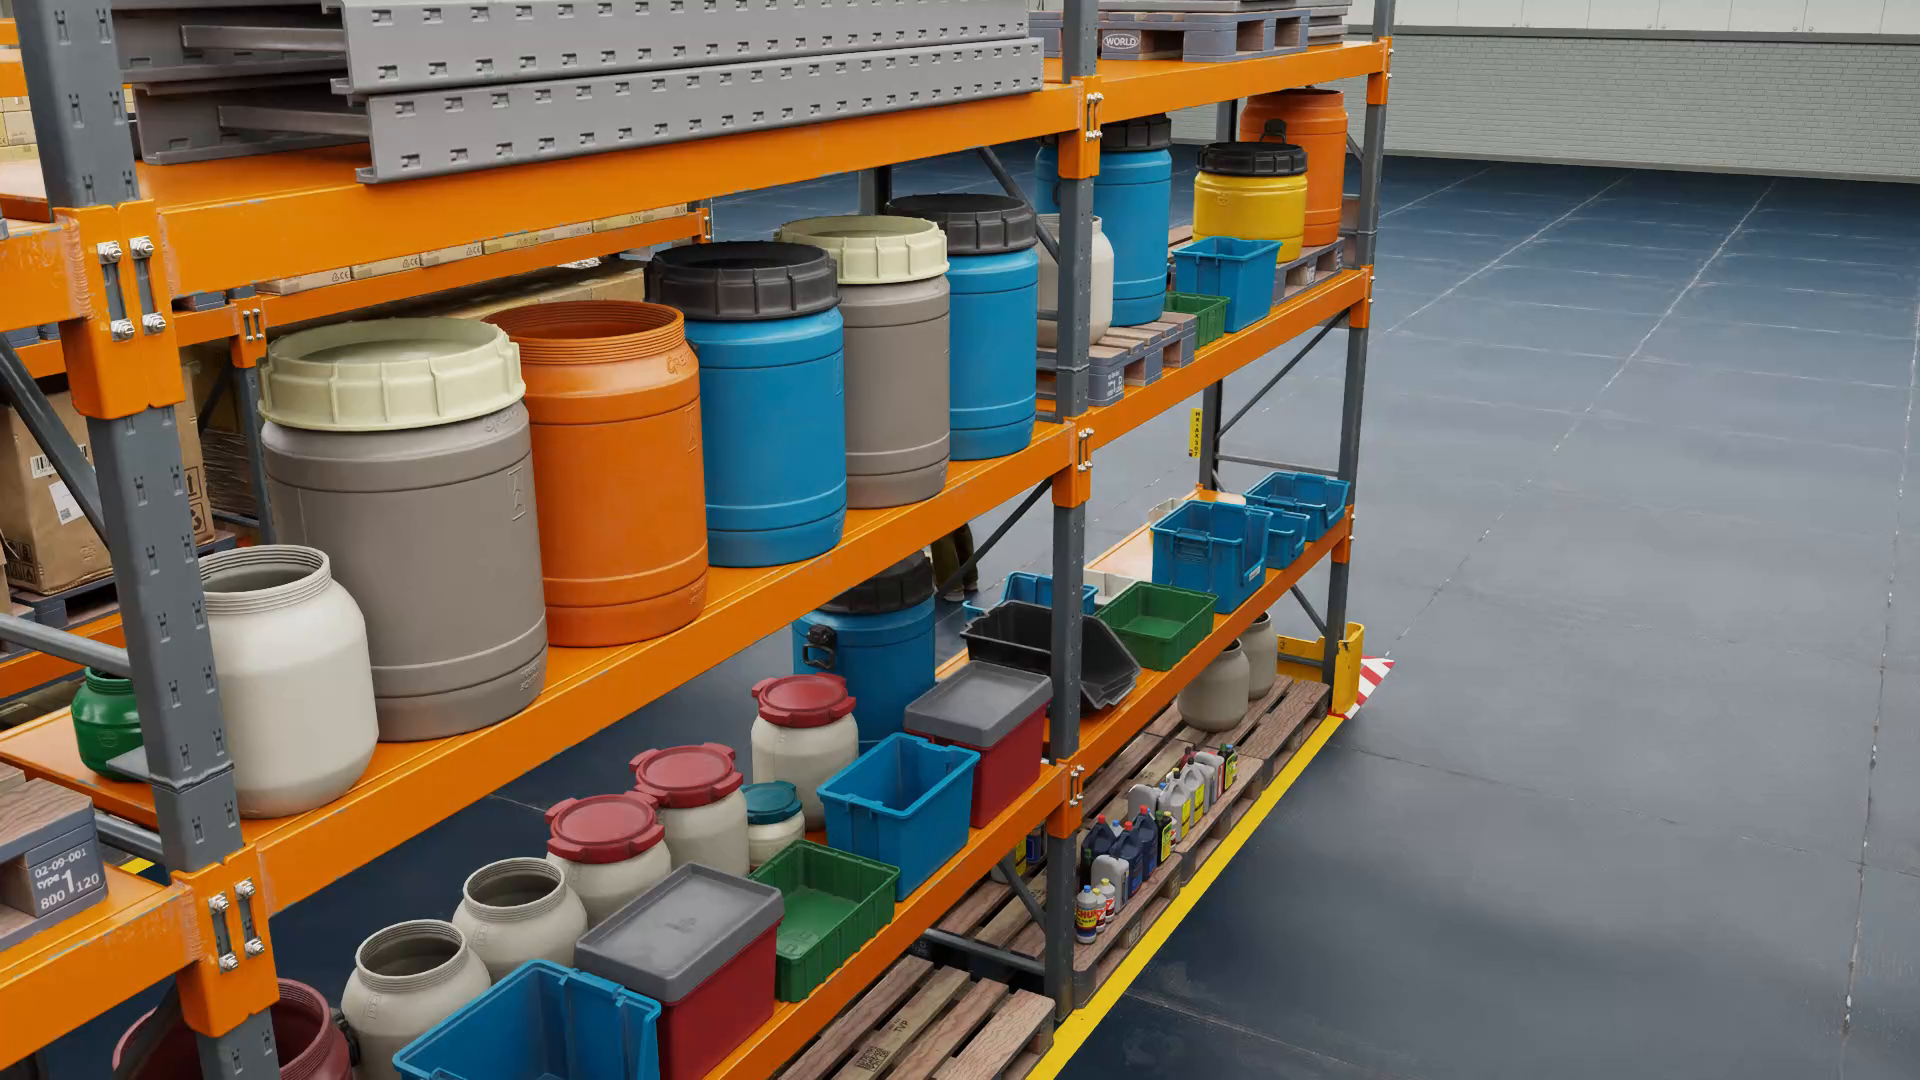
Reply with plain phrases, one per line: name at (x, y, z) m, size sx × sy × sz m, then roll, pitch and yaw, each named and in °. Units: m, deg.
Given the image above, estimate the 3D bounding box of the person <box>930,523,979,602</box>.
person at (-0.074, -0.431, 12.331) m, size 0.419 × 1.774 × 0.646 m, roll 10°, pitch 22°, yaw 27°
